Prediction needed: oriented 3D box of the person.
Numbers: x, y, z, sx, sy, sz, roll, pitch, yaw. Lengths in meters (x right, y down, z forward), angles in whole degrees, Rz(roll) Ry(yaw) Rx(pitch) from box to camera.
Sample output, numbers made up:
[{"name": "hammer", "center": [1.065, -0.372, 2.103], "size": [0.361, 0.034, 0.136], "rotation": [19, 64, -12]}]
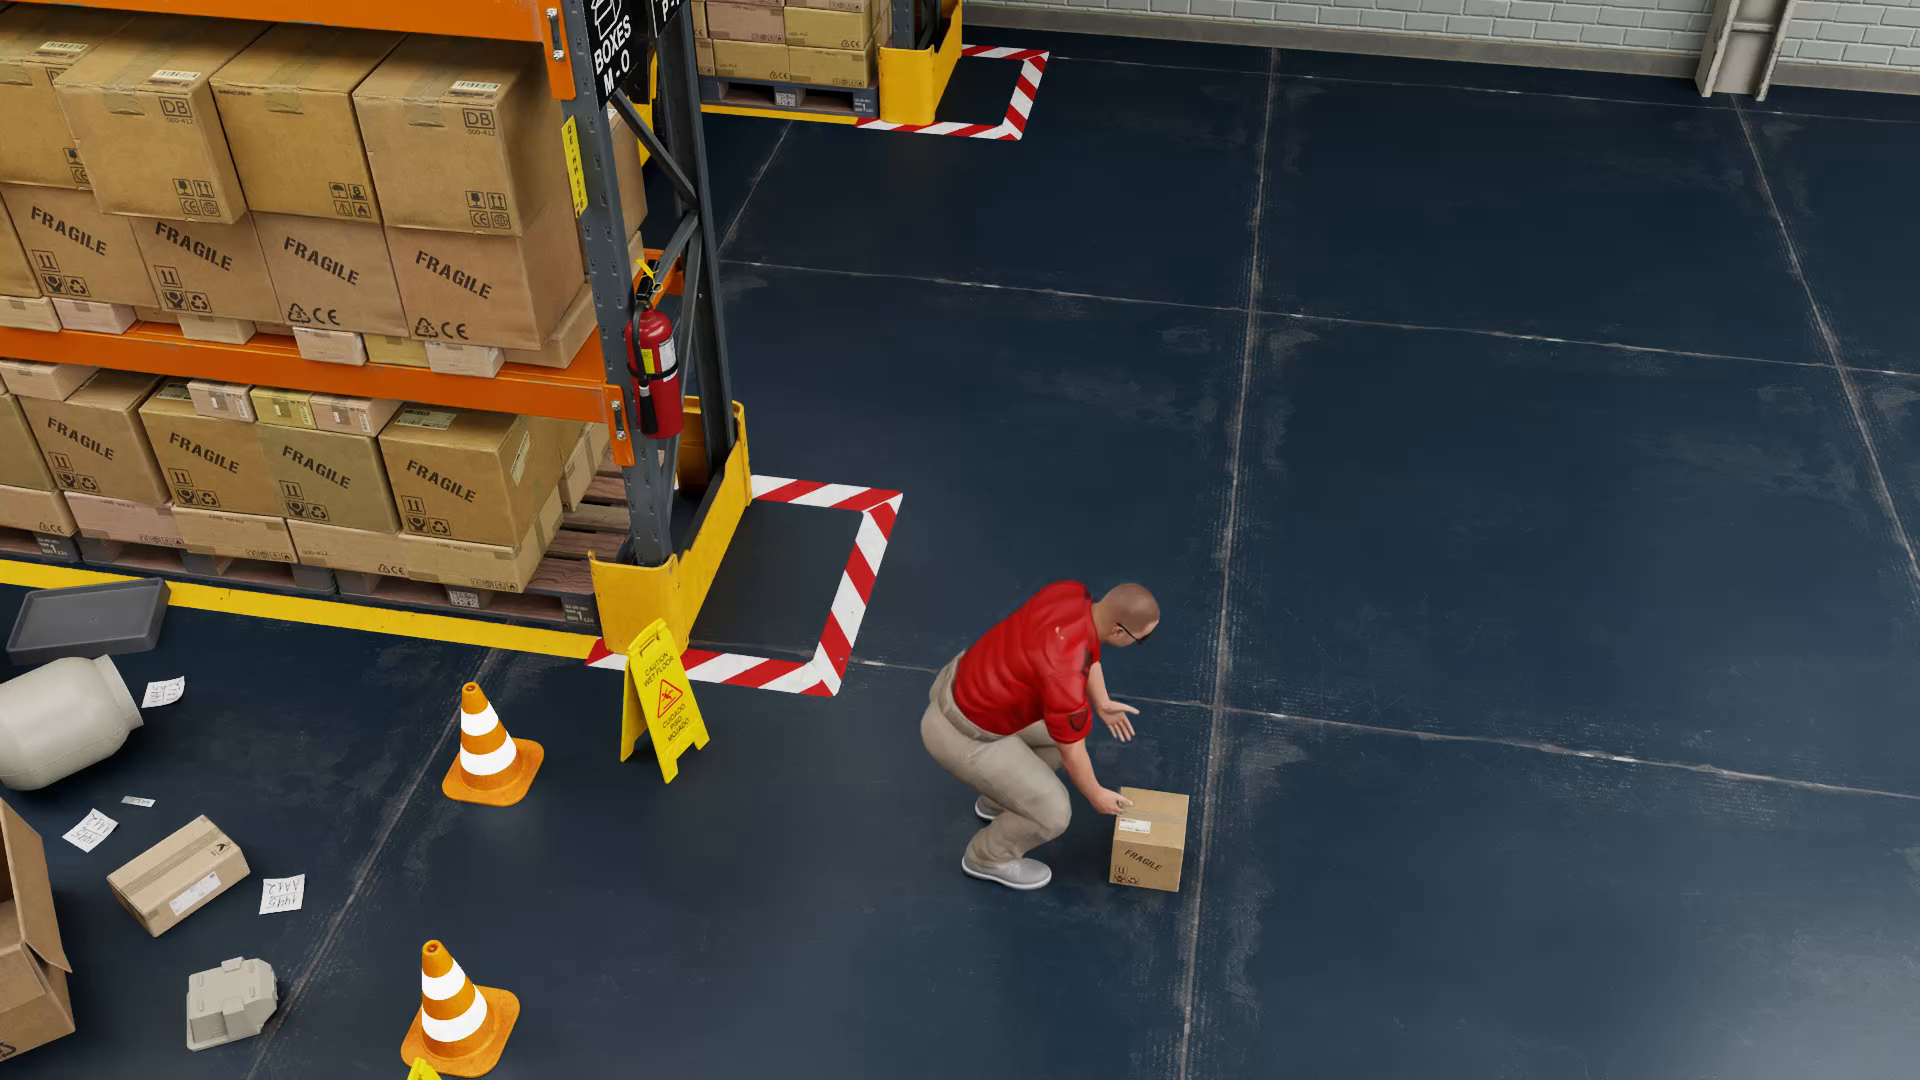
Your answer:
[{"name": "person", "center": [0.267, 0.622, 5.781], "size": [0.770, 1.289, 0.588], "rotation": [7, 41, 8]}]
